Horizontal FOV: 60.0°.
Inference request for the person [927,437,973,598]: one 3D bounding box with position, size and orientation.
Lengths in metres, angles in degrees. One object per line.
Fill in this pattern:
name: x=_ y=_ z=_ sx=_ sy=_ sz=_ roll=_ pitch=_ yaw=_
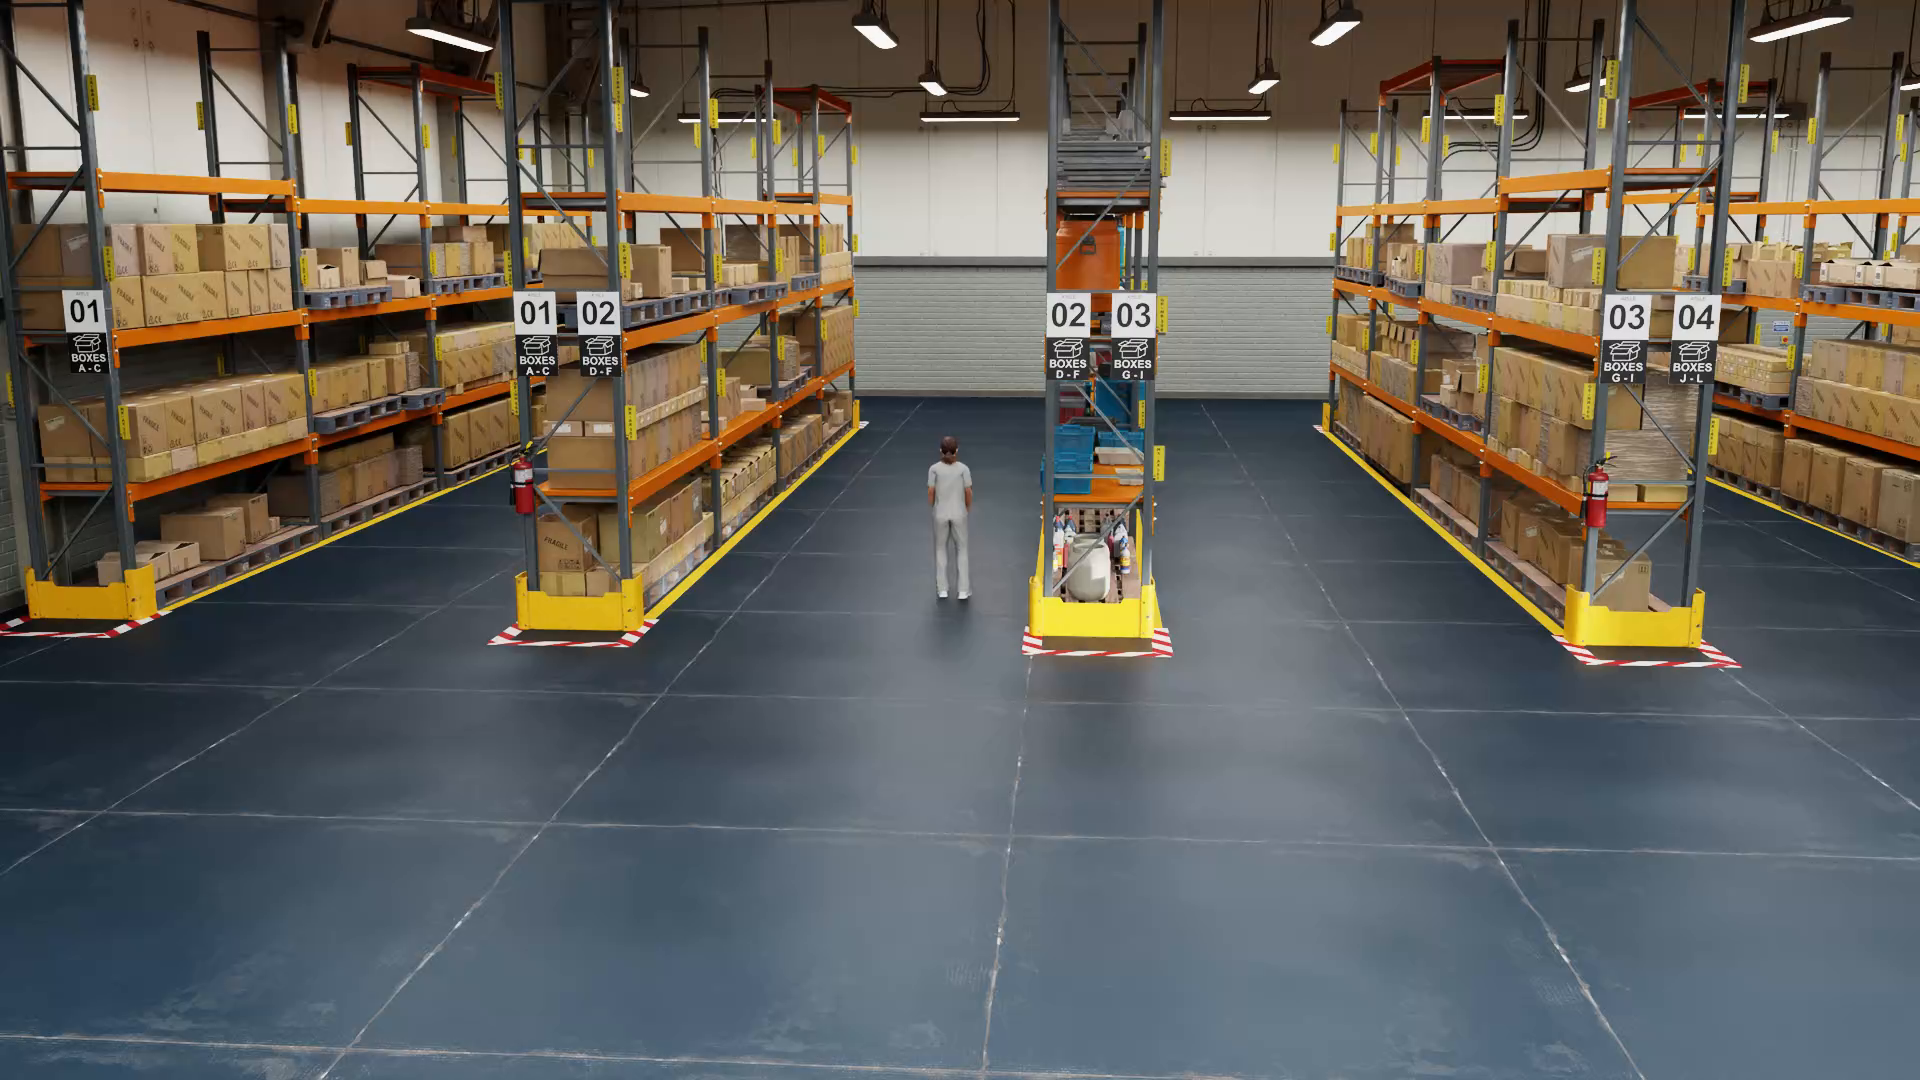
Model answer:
person: x=-0.103 y=-0.238 z=17.167 sx=0.467 sy=1.676 sz=0.420 roll=1 pitch=11 yaw=3
